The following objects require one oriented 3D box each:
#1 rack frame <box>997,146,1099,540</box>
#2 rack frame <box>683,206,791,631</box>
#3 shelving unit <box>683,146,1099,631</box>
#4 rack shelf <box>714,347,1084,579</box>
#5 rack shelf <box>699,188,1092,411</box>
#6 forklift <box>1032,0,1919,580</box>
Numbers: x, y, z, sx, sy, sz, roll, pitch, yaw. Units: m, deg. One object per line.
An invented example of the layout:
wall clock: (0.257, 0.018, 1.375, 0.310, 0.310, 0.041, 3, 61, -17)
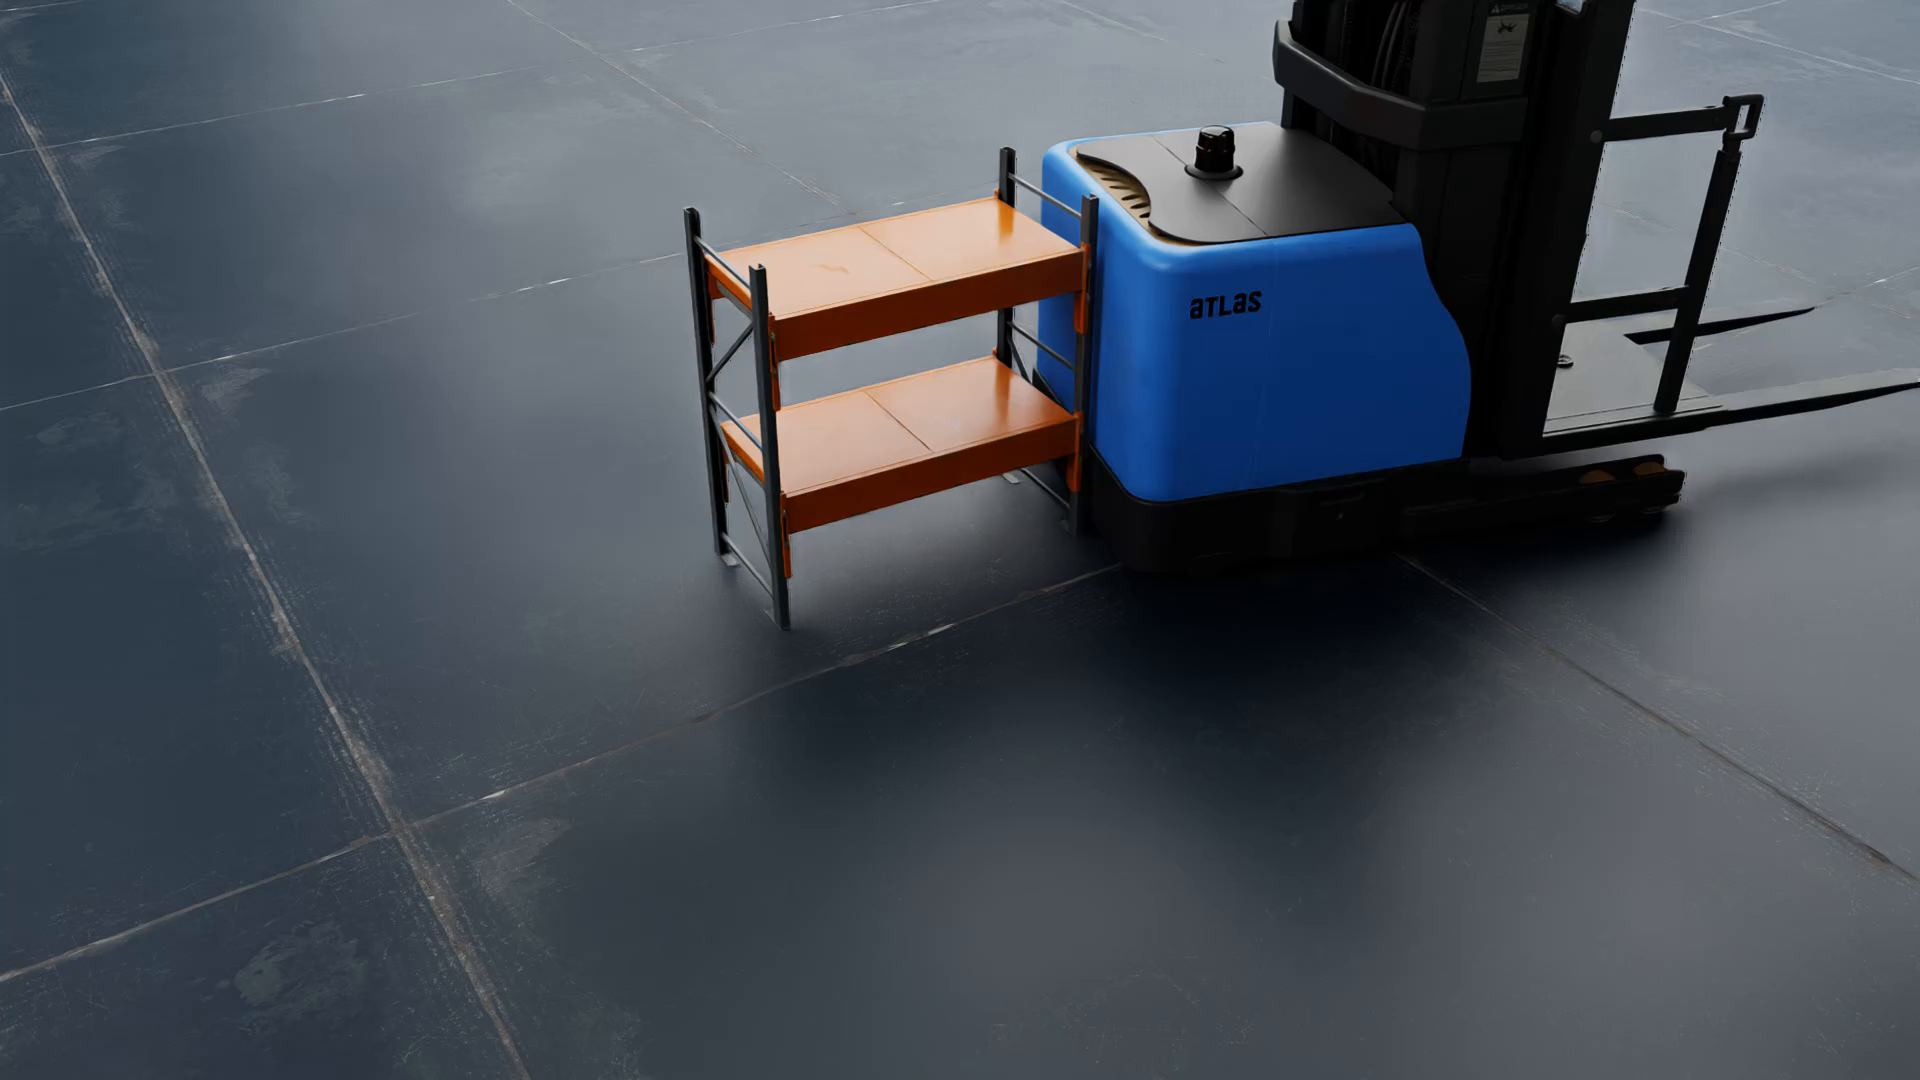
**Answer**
rack frame: (0.255, -0.597, 5.142, 0.032, 1.125, 0.500, -17, 36, -25)
rack frame: (-0.630, -0.330, 4.719, 0.032, 1.125, 0.500, -17, 36, -25)
shelving unit: (-0.187, -0.463, 4.930, 1.048, 1.125, 0.538, -17, 36, -25)
rack shelf: (-0.187, -0.257, 5.061, 1.000, 0.278, 0.538, -17, 36, -25)
rack shelf: (-0.187, -0.711, 4.774, 1.000, 0.278, 0.538, -17, 36, -25)
forklift: (1.820, -1.556, 4.970, 3.031, 2.935, 1.130, -9, 33, -14)
